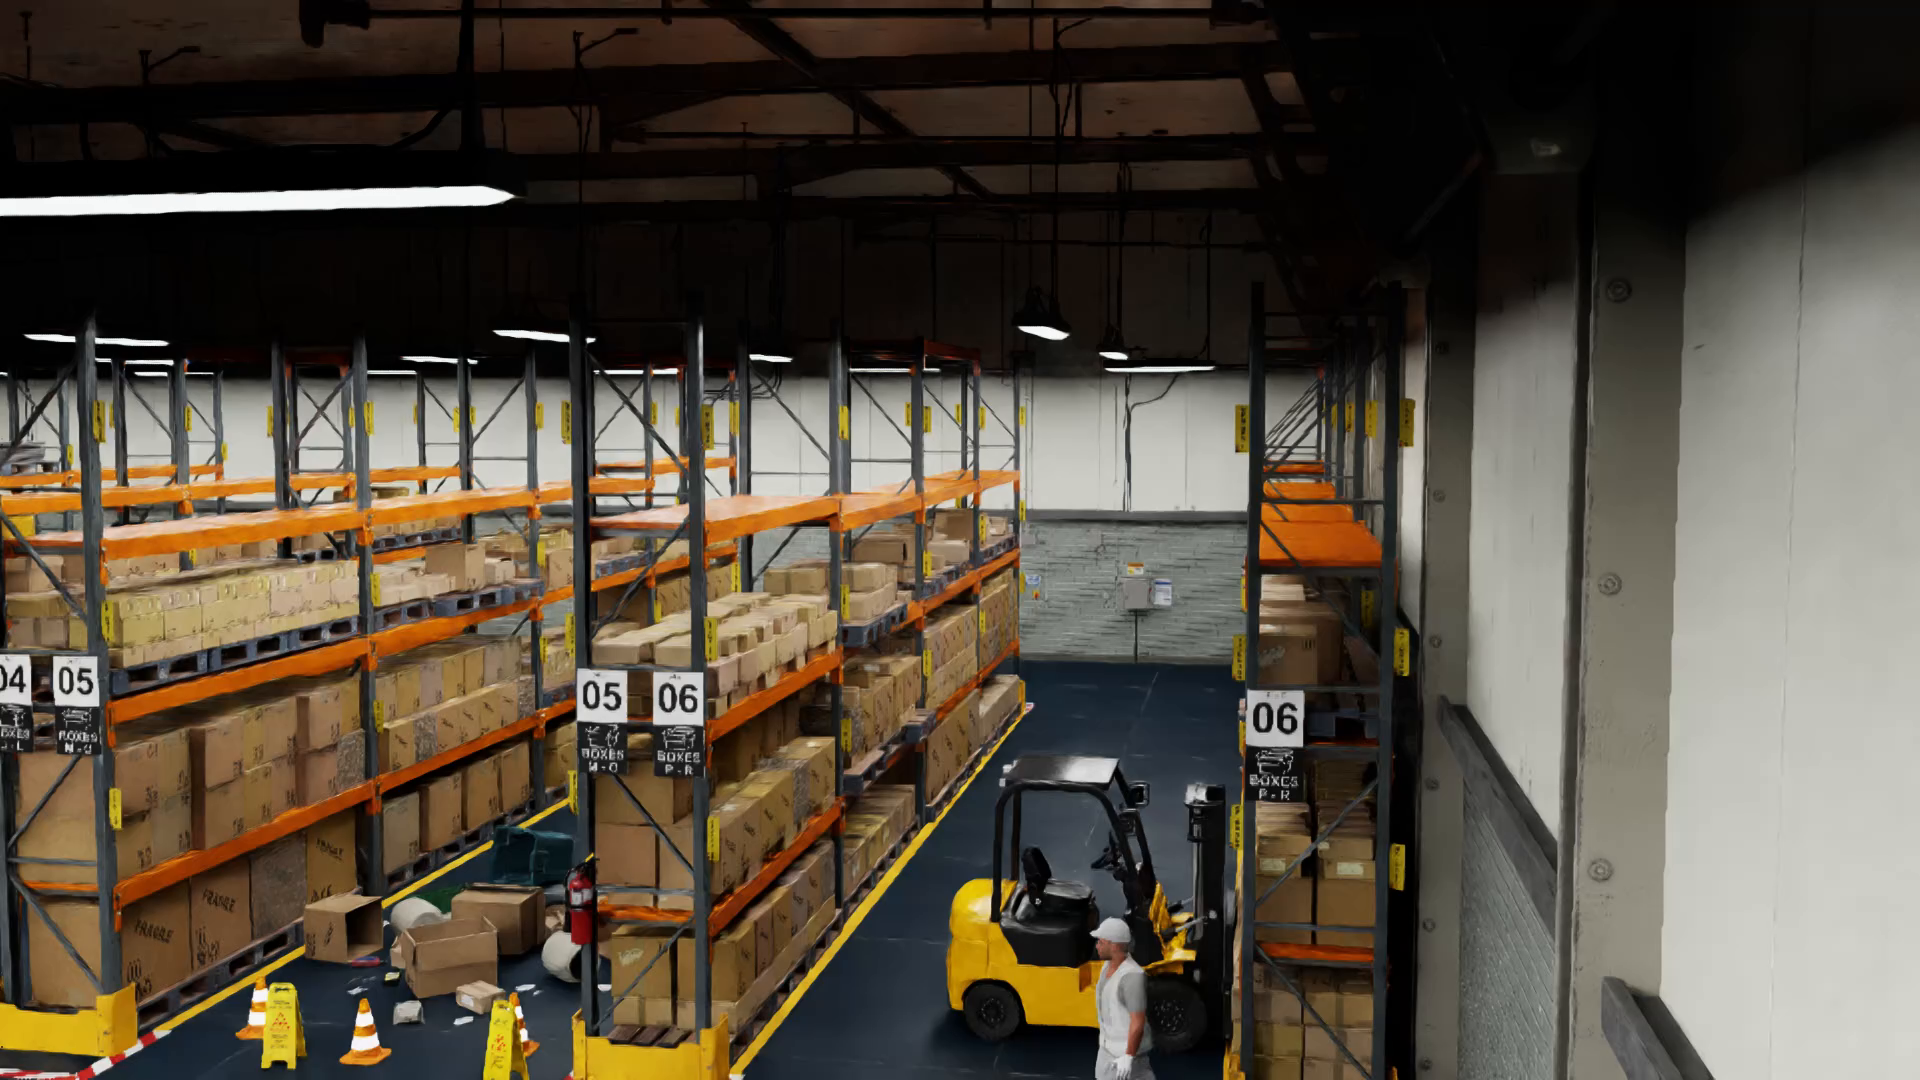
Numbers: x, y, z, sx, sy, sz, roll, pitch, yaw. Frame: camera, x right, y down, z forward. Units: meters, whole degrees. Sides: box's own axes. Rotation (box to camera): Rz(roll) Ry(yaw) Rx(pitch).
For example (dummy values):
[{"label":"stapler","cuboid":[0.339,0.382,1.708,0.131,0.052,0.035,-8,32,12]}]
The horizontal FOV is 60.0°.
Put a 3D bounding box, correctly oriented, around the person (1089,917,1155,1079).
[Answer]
[{"label":"person","cuboid":[1.120,3.396,11.090,0.618,1.784,0.567,-2,5,-22]}]
